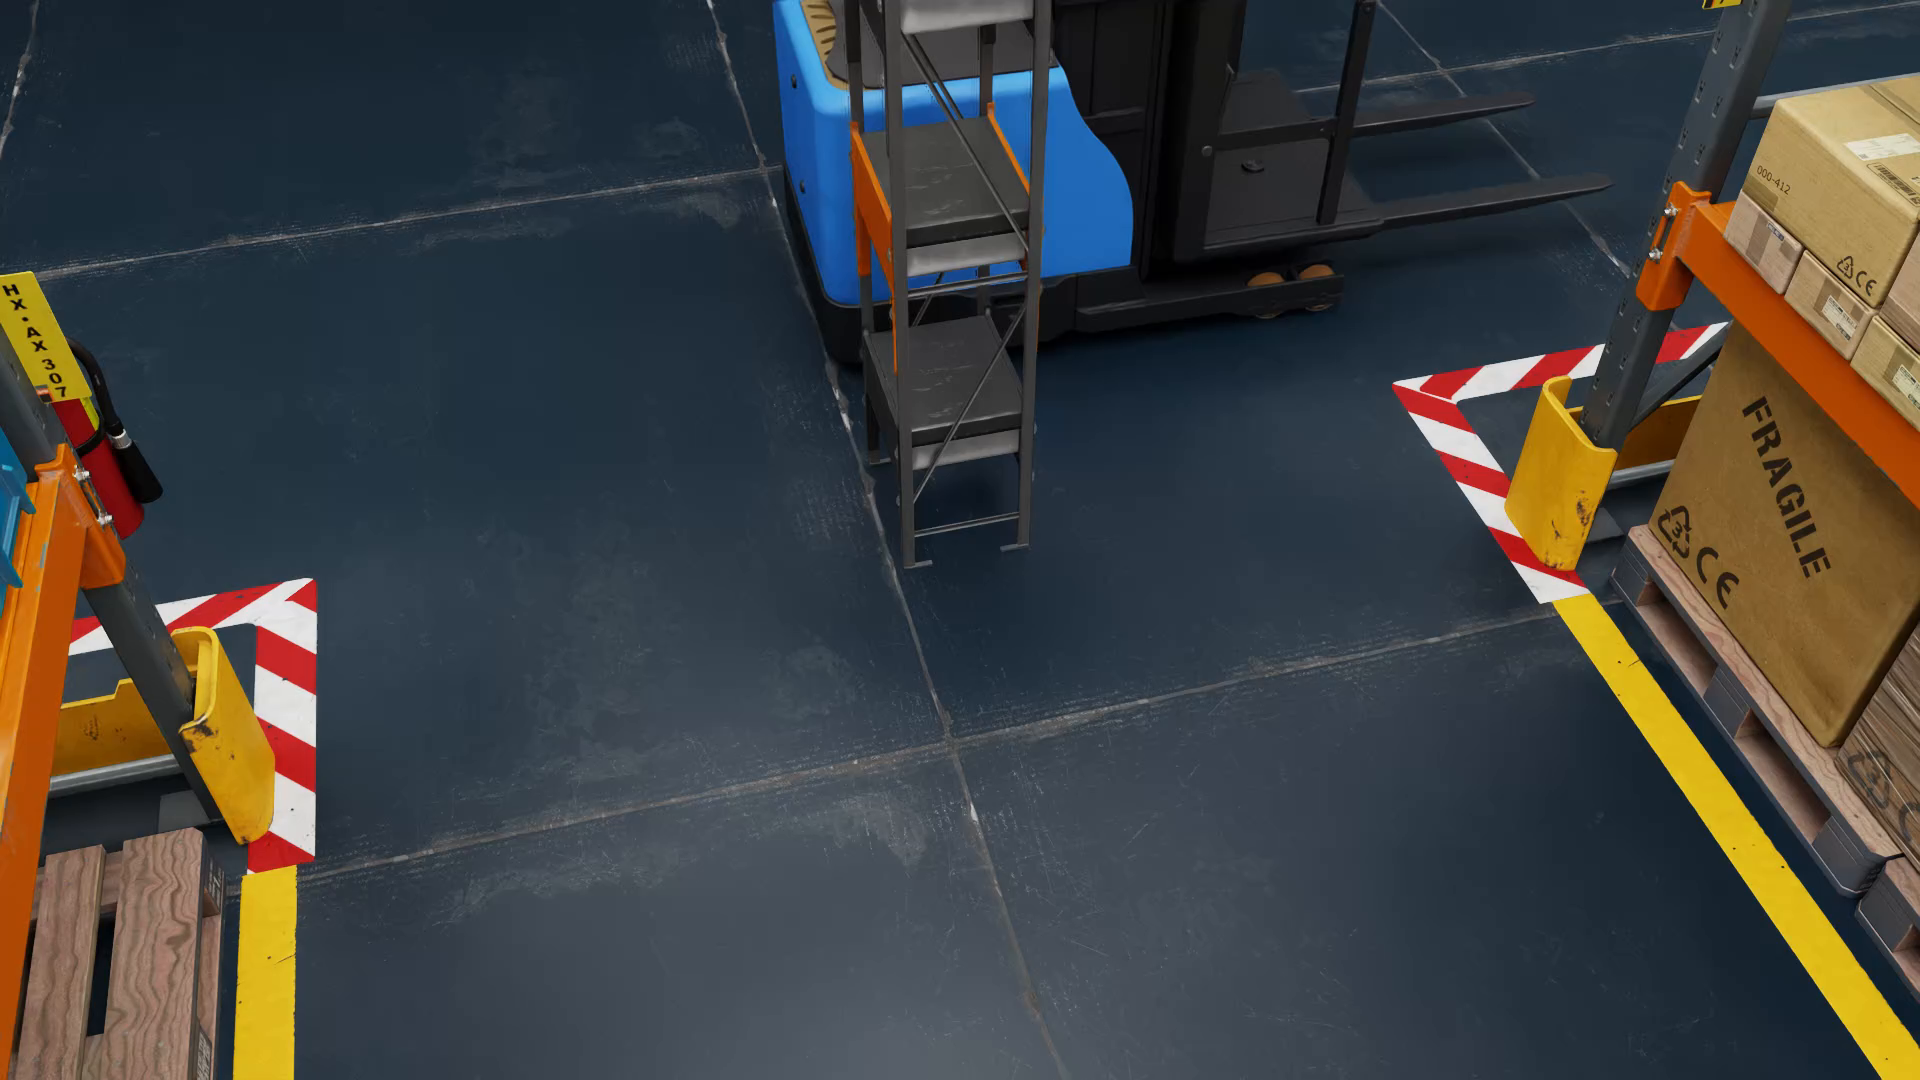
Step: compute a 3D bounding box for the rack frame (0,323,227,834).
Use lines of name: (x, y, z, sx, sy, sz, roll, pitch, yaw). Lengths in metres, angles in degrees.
rack frame: (-2.437, -0.246, 3.391, 1.000, 3.000, 0.127, -11, 47, -10)

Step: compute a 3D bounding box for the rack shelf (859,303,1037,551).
rack shelf: (-0.042, -0.350, 5.122, 0.431, 0.518, 0.480, -11, 47, -10)

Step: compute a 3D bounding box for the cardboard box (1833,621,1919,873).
cardboard box: (2.825, 0.501, 3.853, 0.875, 0.875, 0.875, -11, 47, -10)

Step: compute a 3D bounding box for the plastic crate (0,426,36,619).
plastic crate: (-2.171, -0.082, 3.164, 0.616, 0.435, 0.499, -11, 47, -10)

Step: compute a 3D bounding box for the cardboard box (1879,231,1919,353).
cardboard box: (2.352, -0.465, 3.502, 0.500, 0.250, 0.500, -11, 47, -11)

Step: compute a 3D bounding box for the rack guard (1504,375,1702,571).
rack guard: (2.345, -0.293, 5.187, 1.175, 0.500, 0.348, -11, 47, -10)

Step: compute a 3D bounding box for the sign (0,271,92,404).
sign: (-1.909, -0.415, 3.442, 0.100, 0.325, 0.005, -11, 47, -10)

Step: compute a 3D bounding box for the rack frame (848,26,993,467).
rack frame: (-0.105, -1.018, 4.777, 0.400, 2.100, 0.015, -11, 47, -10)

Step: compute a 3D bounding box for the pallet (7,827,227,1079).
pallet: (-2.263, 1.306, 3.822, 1.003, 0.211, 1.213, -11, 47, -10)

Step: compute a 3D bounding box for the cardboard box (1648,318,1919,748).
cardboard box: (2.592, -0.128, 4.469, 0.875, 0.875, 0.875, -11, 47, -10)

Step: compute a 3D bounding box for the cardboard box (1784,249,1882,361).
cardboard box: (2.190, -0.581, 3.896, 0.380, 0.149, 0.250, -11, 47, -11)

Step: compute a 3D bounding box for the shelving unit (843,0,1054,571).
shelving unit: (-0.042, -0.849, 4.612, 0.431, 2.100, 0.503, -11, 47, -10)

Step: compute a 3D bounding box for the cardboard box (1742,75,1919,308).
cardboard box: (2.213, -0.823, 3.853, 0.500, 0.250, 0.500, -12, 47, -11)

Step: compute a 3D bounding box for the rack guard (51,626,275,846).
rack guard: (-2.456, 0.615, 4.298, 1.175, 0.500, 0.348, -11, 47, -10)

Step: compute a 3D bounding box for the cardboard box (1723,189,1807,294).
cardboard box: (2.123, -0.758, 4.069, 0.380, 0.149, 0.250, -10, 46, -10)

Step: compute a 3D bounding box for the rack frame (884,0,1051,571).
rack frame: (0.020, -0.681, 4.447, 0.400, 2.100, 0.015, -11, 47, -10)

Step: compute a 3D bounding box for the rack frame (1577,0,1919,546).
rack frame: (2.351, -1.152, 4.278, 1.000, 3.000, 0.127, -11, 47, -10)

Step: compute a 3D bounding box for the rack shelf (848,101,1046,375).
rack shelf: (-0.042, -0.840, 4.622, 0.431, 0.518, 0.480, -11, 47, -10)

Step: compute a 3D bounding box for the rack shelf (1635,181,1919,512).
rack shelf: (2.863, 0.481, 3.182, 1.077, 0.370, 4.000, -11, 47, -10)

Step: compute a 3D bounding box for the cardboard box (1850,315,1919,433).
cardboard box: (2.256, -0.405, 3.722, 0.380, 0.149, 0.250, -12, 47, -11)

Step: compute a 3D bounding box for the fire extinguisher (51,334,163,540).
fire extinguisher: (-2.036, -0.276, 3.735, 0.296, 0.674, 0.183, -11, 47, -10)

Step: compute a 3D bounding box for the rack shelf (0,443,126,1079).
rack shelf: (-1.925, 1.387, 2.295, 1.077, 0.370, 4.000, -11, 47, -10)

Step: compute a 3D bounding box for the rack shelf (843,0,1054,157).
rack shelf: (-0.042, -1.330, 4.122, 0.431, 0.518, 0.480, -11, 47, -10)

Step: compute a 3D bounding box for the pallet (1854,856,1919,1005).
pallet: (2.940, 1.203, 3.924, 1.003, 0.211, 1.213, -11, 47, -10)

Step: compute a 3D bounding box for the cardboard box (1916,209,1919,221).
cardboard box: (2.341, -0.740, 3.246, 0.500, 0.500, 0.500, -12, 47, -11)

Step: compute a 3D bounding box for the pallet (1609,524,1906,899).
pallet: (2.631, 0.362, 4.747, 1.003, 0.211, 1.213, -11, 47, -10)

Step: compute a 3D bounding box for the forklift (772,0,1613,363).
forklift: (0.909, -2.187, 5.341, 3.031, 2.935, 1.130, -10, 46, -9)

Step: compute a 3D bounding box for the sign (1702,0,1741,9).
sign: (1.813, -1.385, 3.846, 0.100, 0.325, 0.005, -11, 47, -10)
